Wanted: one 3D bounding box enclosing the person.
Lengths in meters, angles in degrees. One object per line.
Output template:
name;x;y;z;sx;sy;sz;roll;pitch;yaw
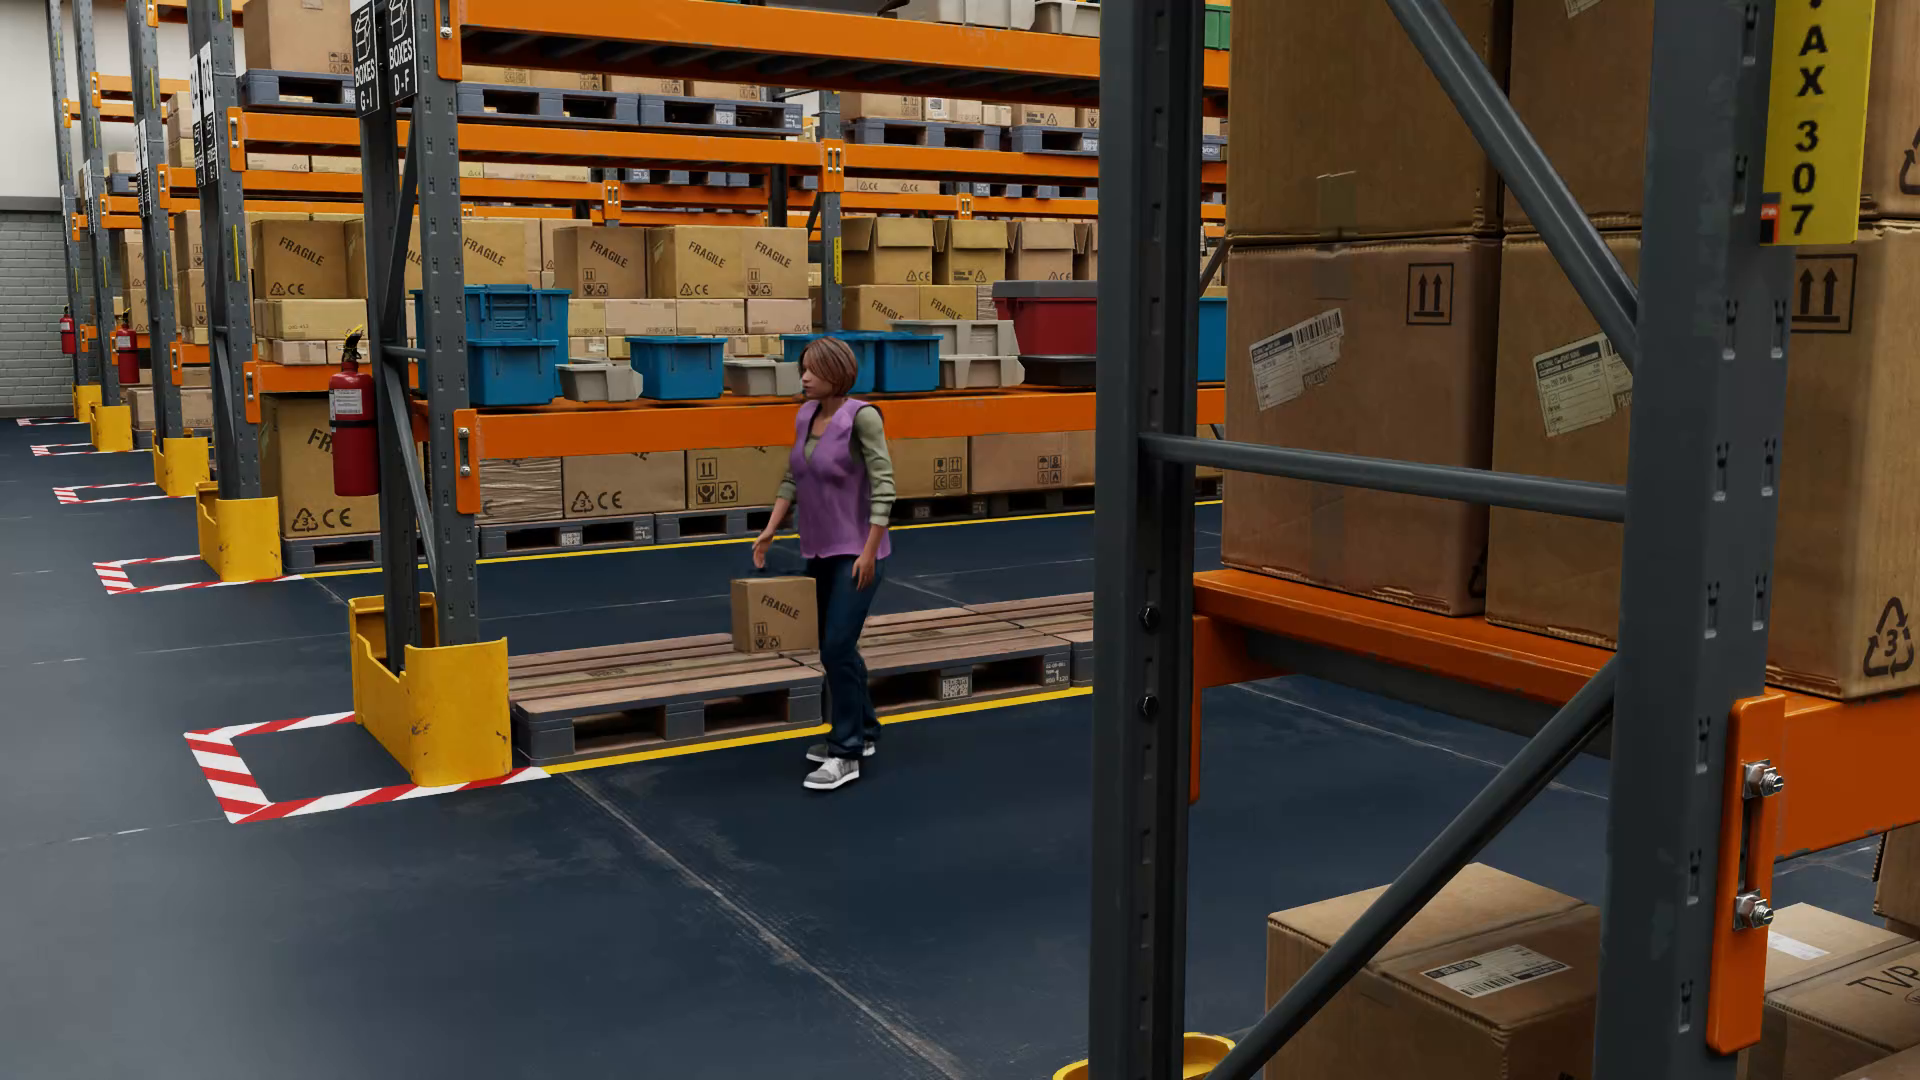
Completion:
person;-0.453;0.066;5.962;0.535;1.586;0.509;-8;11;-42
